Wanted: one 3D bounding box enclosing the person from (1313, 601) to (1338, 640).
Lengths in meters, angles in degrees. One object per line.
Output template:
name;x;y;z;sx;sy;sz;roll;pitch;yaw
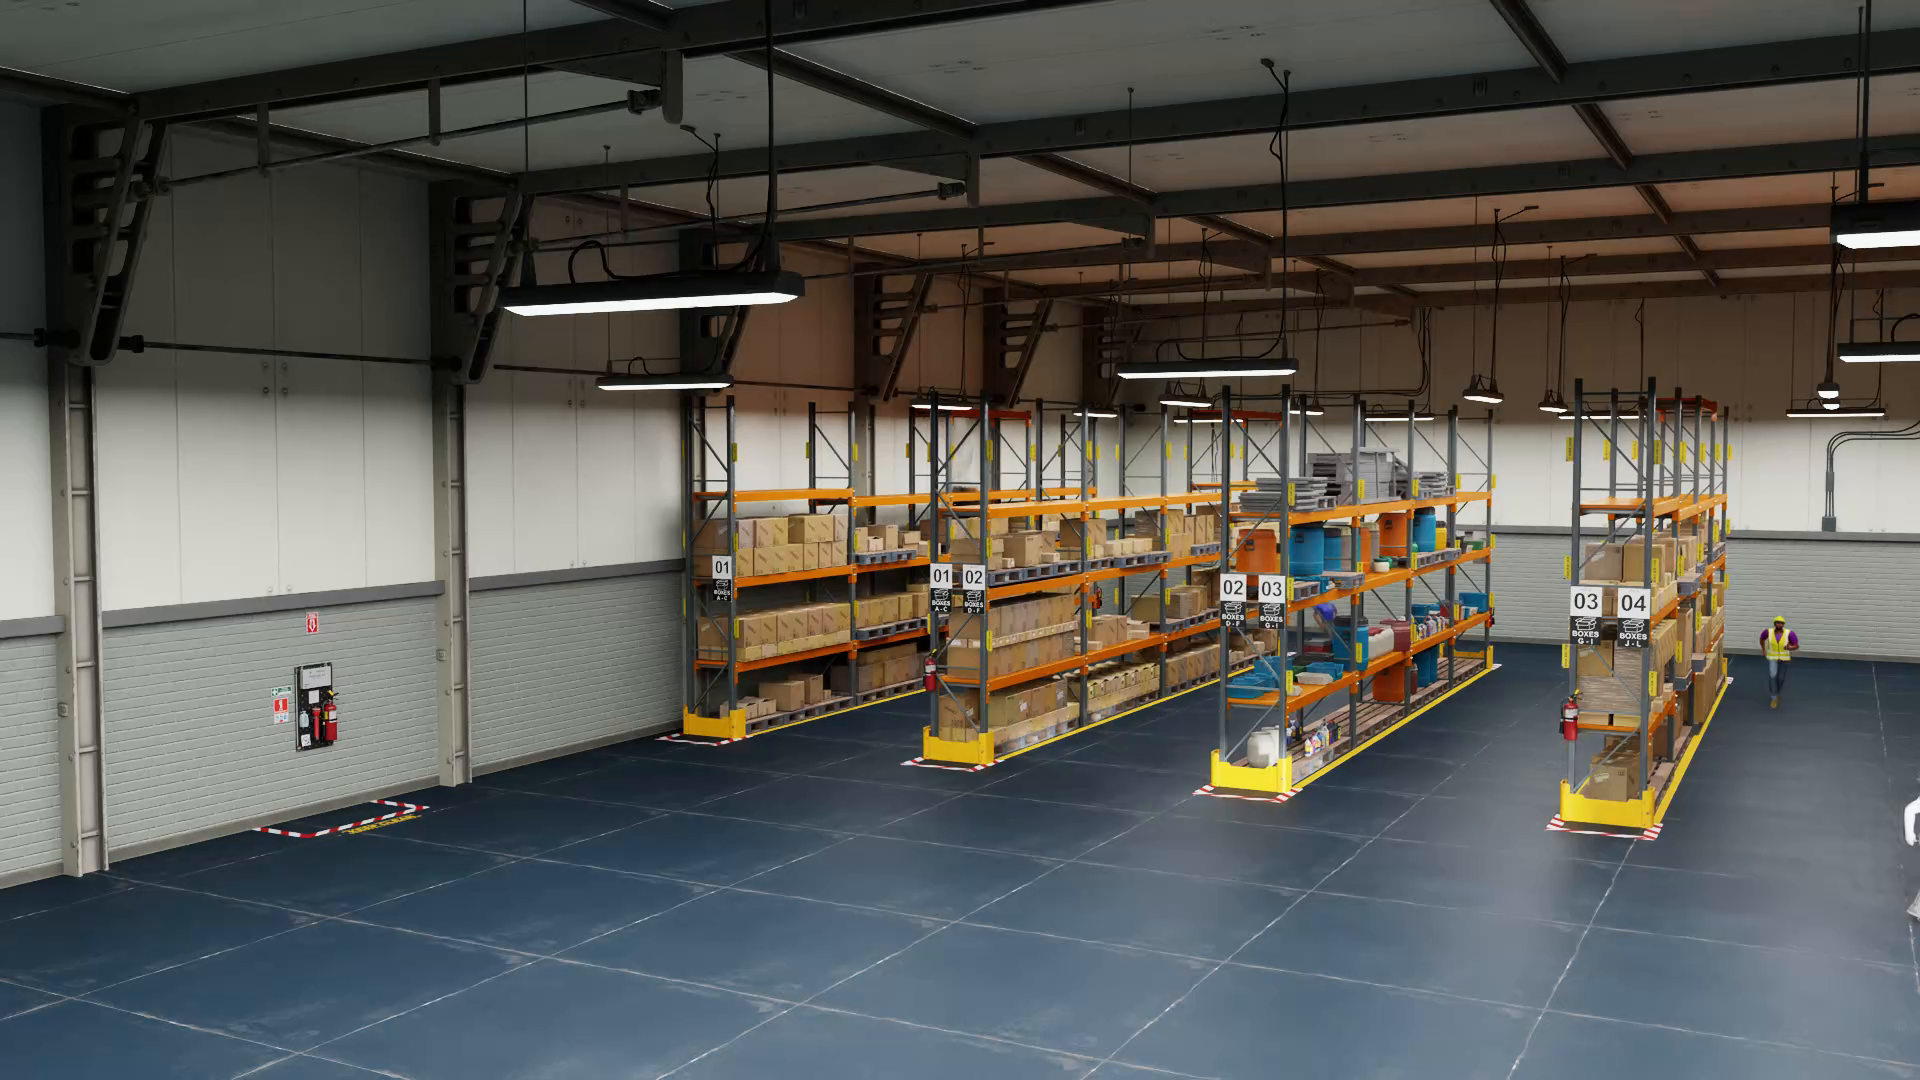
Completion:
person;8.983;2.076;40.522;0.632;1.597;0.516;-1;3;-15

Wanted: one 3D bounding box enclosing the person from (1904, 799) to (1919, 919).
person;10.342;3.237;17.476;0.645;1.642;0.732;-1;3;-21

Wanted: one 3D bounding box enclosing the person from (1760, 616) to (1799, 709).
person;16.216;2.402;32.910;0.661;1.820;0.997;1;3;18
